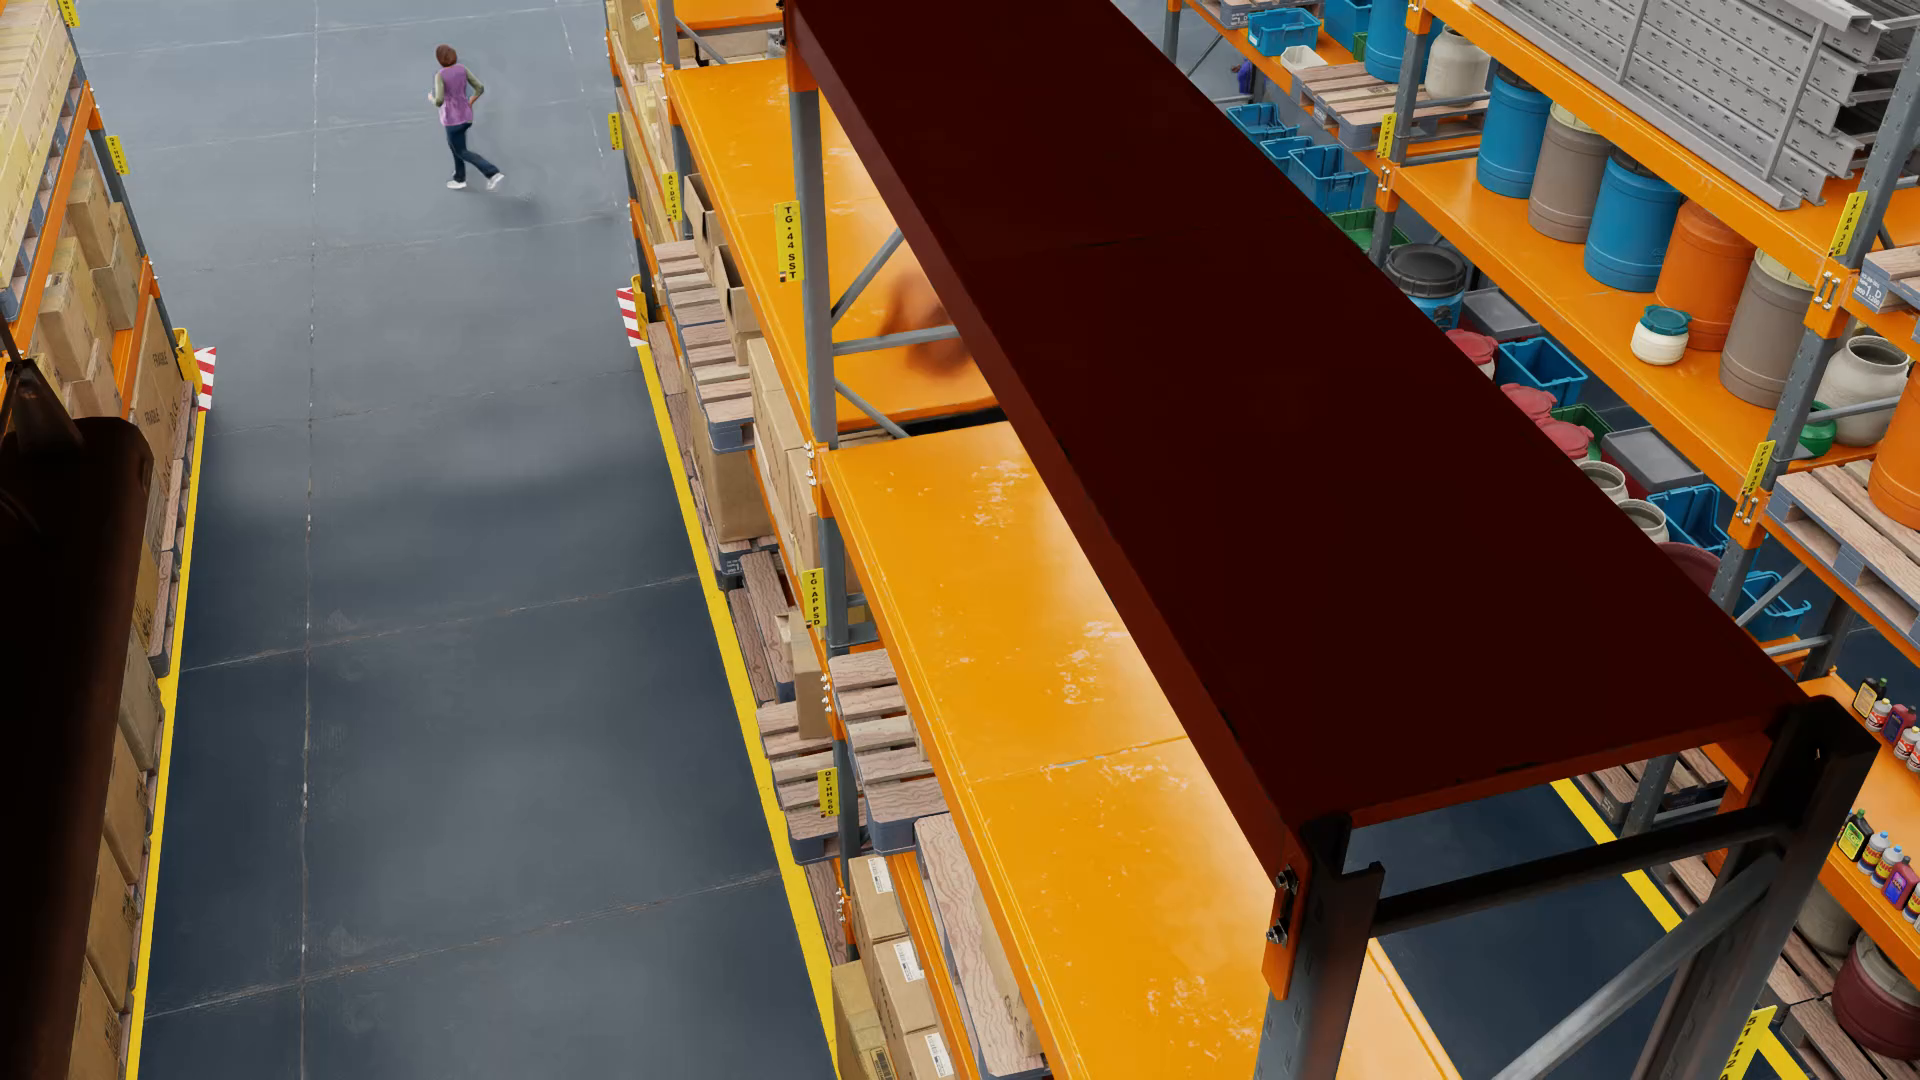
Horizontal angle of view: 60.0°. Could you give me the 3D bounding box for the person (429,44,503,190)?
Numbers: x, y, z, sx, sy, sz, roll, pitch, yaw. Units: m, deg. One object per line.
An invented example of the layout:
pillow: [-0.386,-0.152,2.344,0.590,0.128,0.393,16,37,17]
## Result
person: [-5.072,-4.241,16.904,0.802,1.602,0.528,19,42,22]

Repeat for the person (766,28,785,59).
person: [-2.151,-6.131,19.147,0.630,1.733,0.698,4,39,4]

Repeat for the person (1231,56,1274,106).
person: [3.034,-4.421,17.107,0.727,1.676,0.613,31,48,33]
